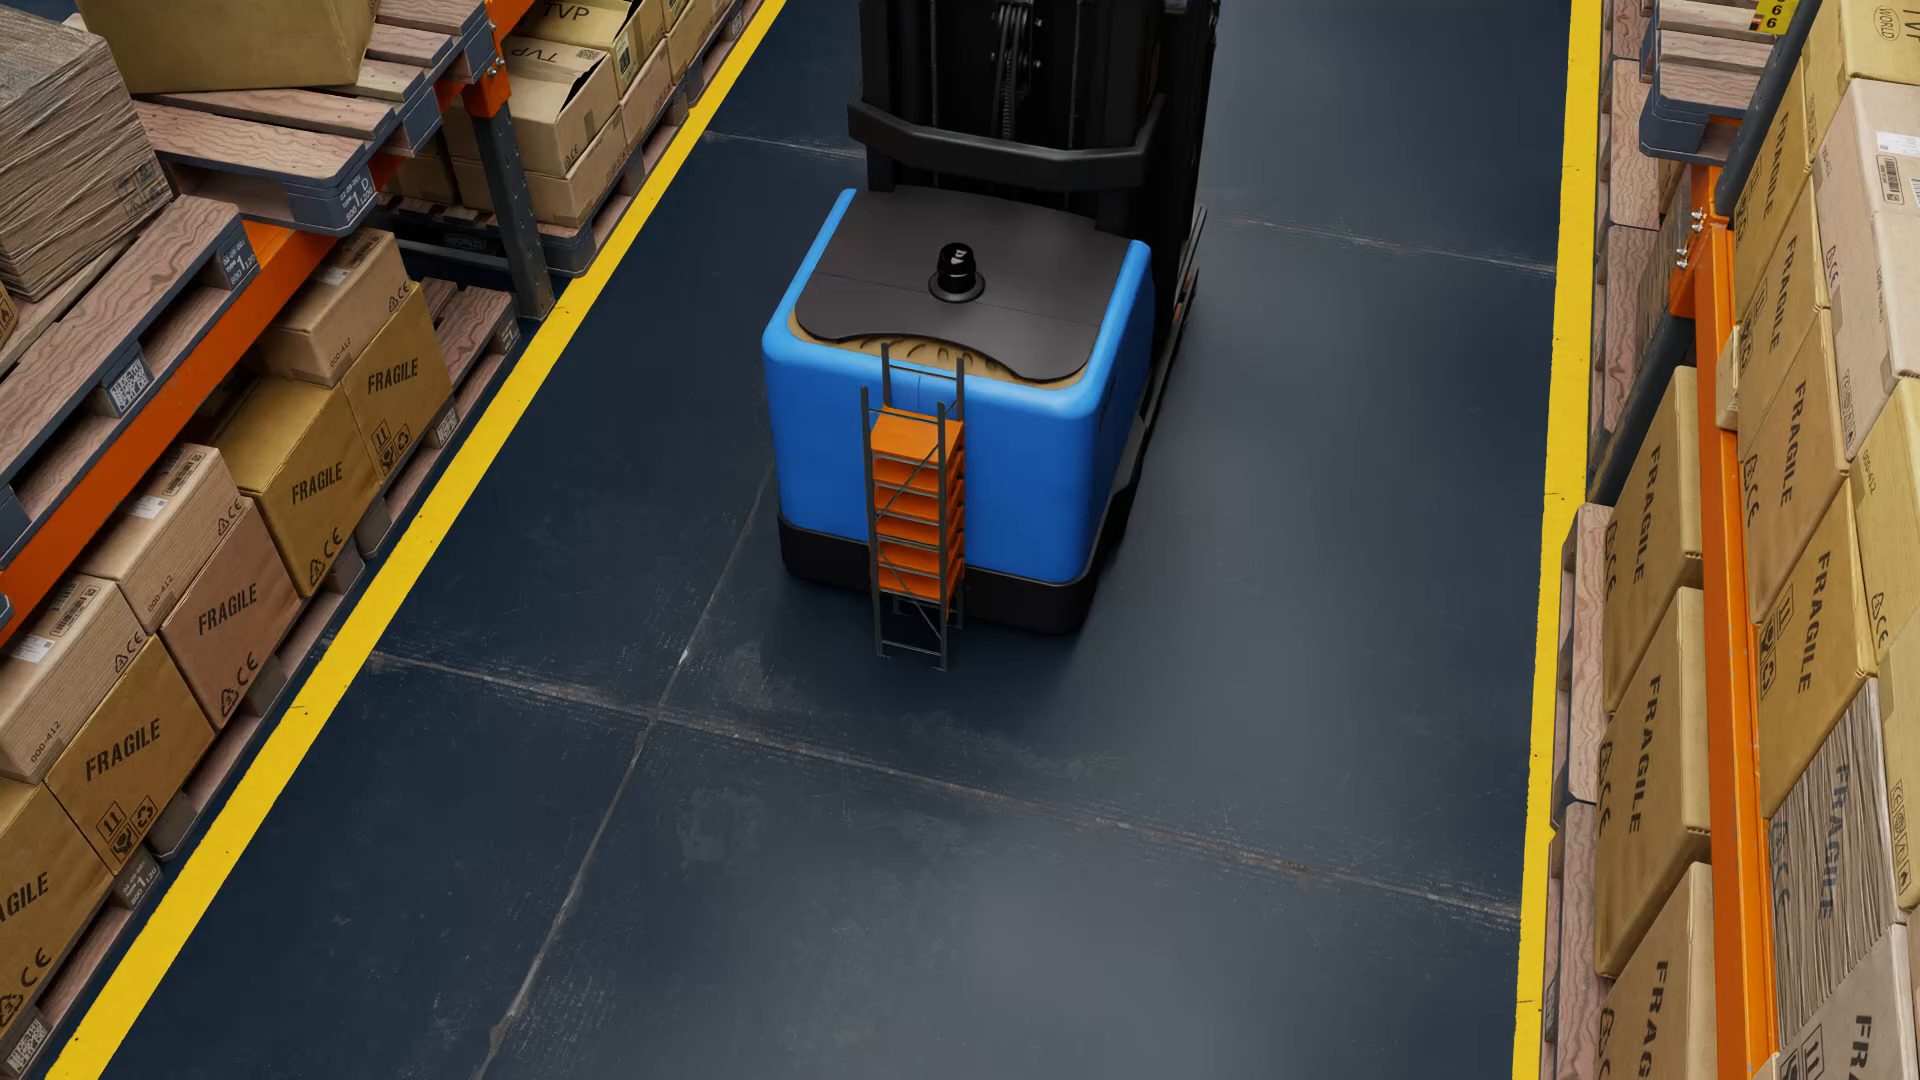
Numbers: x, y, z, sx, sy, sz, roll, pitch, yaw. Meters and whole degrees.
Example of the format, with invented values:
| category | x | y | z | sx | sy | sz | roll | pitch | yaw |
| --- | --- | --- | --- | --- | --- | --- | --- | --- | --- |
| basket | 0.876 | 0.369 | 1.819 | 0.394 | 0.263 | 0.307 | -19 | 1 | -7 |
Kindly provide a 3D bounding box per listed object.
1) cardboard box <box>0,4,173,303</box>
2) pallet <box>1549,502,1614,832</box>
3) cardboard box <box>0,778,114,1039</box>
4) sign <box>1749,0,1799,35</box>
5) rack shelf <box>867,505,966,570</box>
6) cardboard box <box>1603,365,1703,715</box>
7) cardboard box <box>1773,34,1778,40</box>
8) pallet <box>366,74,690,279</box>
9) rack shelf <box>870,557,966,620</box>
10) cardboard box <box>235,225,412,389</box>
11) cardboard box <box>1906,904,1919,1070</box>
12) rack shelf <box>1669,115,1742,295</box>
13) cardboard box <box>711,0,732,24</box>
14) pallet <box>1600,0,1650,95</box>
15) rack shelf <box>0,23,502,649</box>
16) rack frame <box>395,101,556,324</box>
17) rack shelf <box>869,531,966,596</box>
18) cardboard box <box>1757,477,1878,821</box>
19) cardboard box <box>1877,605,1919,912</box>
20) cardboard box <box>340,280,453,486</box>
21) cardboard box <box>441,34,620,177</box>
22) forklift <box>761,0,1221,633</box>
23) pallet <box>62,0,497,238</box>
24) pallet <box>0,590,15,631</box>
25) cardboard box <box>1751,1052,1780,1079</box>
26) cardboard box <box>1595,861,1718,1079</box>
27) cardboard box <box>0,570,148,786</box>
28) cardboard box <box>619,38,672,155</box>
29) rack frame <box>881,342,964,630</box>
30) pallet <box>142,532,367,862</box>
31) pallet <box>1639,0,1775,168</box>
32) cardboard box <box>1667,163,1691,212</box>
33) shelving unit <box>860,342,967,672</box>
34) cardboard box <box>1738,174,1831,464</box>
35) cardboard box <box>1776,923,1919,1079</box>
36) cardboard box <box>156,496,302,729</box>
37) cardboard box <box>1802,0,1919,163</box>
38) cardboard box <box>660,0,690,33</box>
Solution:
| category | x | y | z | sx | sy | sz | roll | pitch | yaw |
| --- | --- | --- | --- | --- | --- | --- | --- | --- | --- |
| cardboard box | -2.577 | -1.052 | 4.331 | 0.700 | 0.500 | 0.500 | 20 | 52 | 17 |
| pallet | 2.405 | 0.471 | 5.194 | 1.003 | 0.211 | 1.213 | 12 | 50 | 10 |
| cardboard box | -2.656 | 0.903 | 4.326 | 0.500 | 0.500 | 0.500 | 12 | 50 | 11 |
| sign | 2.159 | -1.464 | 4.322 | 0.100 | 0.325 | 0.005 | 12 | 50 | 10 |
| rack shelf | -0.130 | -0.033 | 5.038 | 0.258 | 0.103 | 0.180 | 12 | 50 | 11 |
| cardboard box | 2.365 | 0.071 | 4.840 | 0.750 | 0.750 | 0.750 | 11 | 49 | 10 |
| cardboard box | 2.799 | -1.528 | 4.738 | 0.700 | 0.500 | 0.500 | 6 | 49 | 6 |
| pallet | -1.841 | -1.647 | 7.063 | 1.003 | 0.211 | 1.213 | 12 | 50 | 10 |
| rack shelf | -0.130 | 0.126 | 5.218 | 0.258 | 0.103 | 0.180 | 12 | 50 | 11 |
| cardboard box | -2.125 | -0.784 | 5.315 | 0.500 | 0.250 | 0.500 | 13 | 50 | 11 |
| cardboard box | 1.652 | 0.744 | 2.314 | 0.500 | 0.250 | 0.500 | 13 | 50 | 11 |
| rack shelf | 3.212 | -2.216 | 6.185 | 1.077 | 0.370 | 4.000 | 12 | 50 | 10 |
| cardboard box | -1.276 | -2.644 | 7.636 | 0.500 | 0.250 | 0.500 | 12 | 50 | 11 |
| pallet | 3.534 | -2.414 | 7.740 | 1.003 | 0.211 | 1.213 | 12 | 50 | 10 |
| rack shelf | -2.621 | -0.297 | 4.492 | 1.077 | 0.370 | 4.000 | 12 | 50 | 10 |
| rack frame | -2.095 | -1.982 | 5.499 | 1.000 | 3.000 | 0.127 | 12 | 50 | 10 |
| rack shelf | -0.130 | 0.047 | 5.128 | 0.258 | 0.103 | 0.180 | 12 | 50 | 11 |
| cardboard box | 1.902 | 0.269 | 3.233 | 0.500 | 0.500 | 0.500 | 13 | 50 | 11 |
| cardboard box | 1.787 | 0.375 | 2.640 | 0.500 | 0.250 | 0.500 | 12 | 50 | 11 |
| cardboard box | -2.115 | -0.578 | 5.633 | 0.500 | 0.500 | 0.500 | 13 | 50 | 12 |
| cardboard box | -1.674 | -1.717 | 6.445 | 0.500 | 0.311 | 0.500 | 13 | 50 | 11 |
| forklift | 0.303 | -1.800 | 5.383 | 1.130 | 2.935 | 3.031 | 12 | 50 | 11 |
| pallet | -2.206 | -1.414 | 5.126 | 1.213 | 0.211 | 1.003 | 12 | 50 | 10 |
| pallet | -2.832 | 0.418 | 3.508 | 1.003 | 0.211 | 1.213 | 12 | 50 | 10 |
| cardboard box | 1.616 | 1.094 | 2.938 | 0.380 | 0.149 | 0.250 | 12 | 50 | 10 |
| cardboard box | 1.909 | 1.319 | 3.739 | 0.750 | 0.750 | 0.750 | 13 | 50 | 11 |
| cardboard box | -2.522 | 0.320 | 4.341 | 0.500 | 0.250 | 0.500 | 12 | 50 | 10 |
| cardboard box | -1.542 | -1.896 | 6.976 | 0.500 | 0.250 | 0.500 | 10 | 49 | 9 |
| rack frame | -0.104 | -0.128 | 5.063 | 0.240 | 1.200 | 0.006 | 12 | 50 | 11 |
| pallet | -2.651 | 0.353 | 5.298 | 1.003 | 0.211 | 1.213 | 12 | 50 | 10 |
| pallet | 2.770 | -1.480 | 5.184 | 1.213 | 0.211 | 1.003 | 12 | 50 | 10 |
| cardboard box | 3.072 | -1.206 | 6.188 | 0.700 | 0.500 | 0.500 | 11 | 50 | 10 |
| shelving unit | -0.130 | -0.062 | 5.005 | 0.258 | 1.200 | 0.189 | 12 | 50 | 11 |
| cardboard box | 2.164 | -0.467 | 3.883 | 0.500 | 0.500 | 0.500 | 13 | 50 | 11 |
| cardboard box | 1.635 | 0.993 | 2.594 | 0.500 | 0.500 | 0.500 | 12 | 50 | 10 |
| cardboard box | -2.383 | 0.178 | 4.966 | 0.500 | 0.500 | 0.500 | 10 | 49 | 9 |
| cardboard box | 2.309 | -1.095 | 3.937 | 0.500 | 0.250 | 0.500 | 13 | 50 | 11 |
| cardboard box | -1.407 | -2.468 | 7.107 | 0.500 | 0.311 | 0.500 | 10 | 49 | 9 |
